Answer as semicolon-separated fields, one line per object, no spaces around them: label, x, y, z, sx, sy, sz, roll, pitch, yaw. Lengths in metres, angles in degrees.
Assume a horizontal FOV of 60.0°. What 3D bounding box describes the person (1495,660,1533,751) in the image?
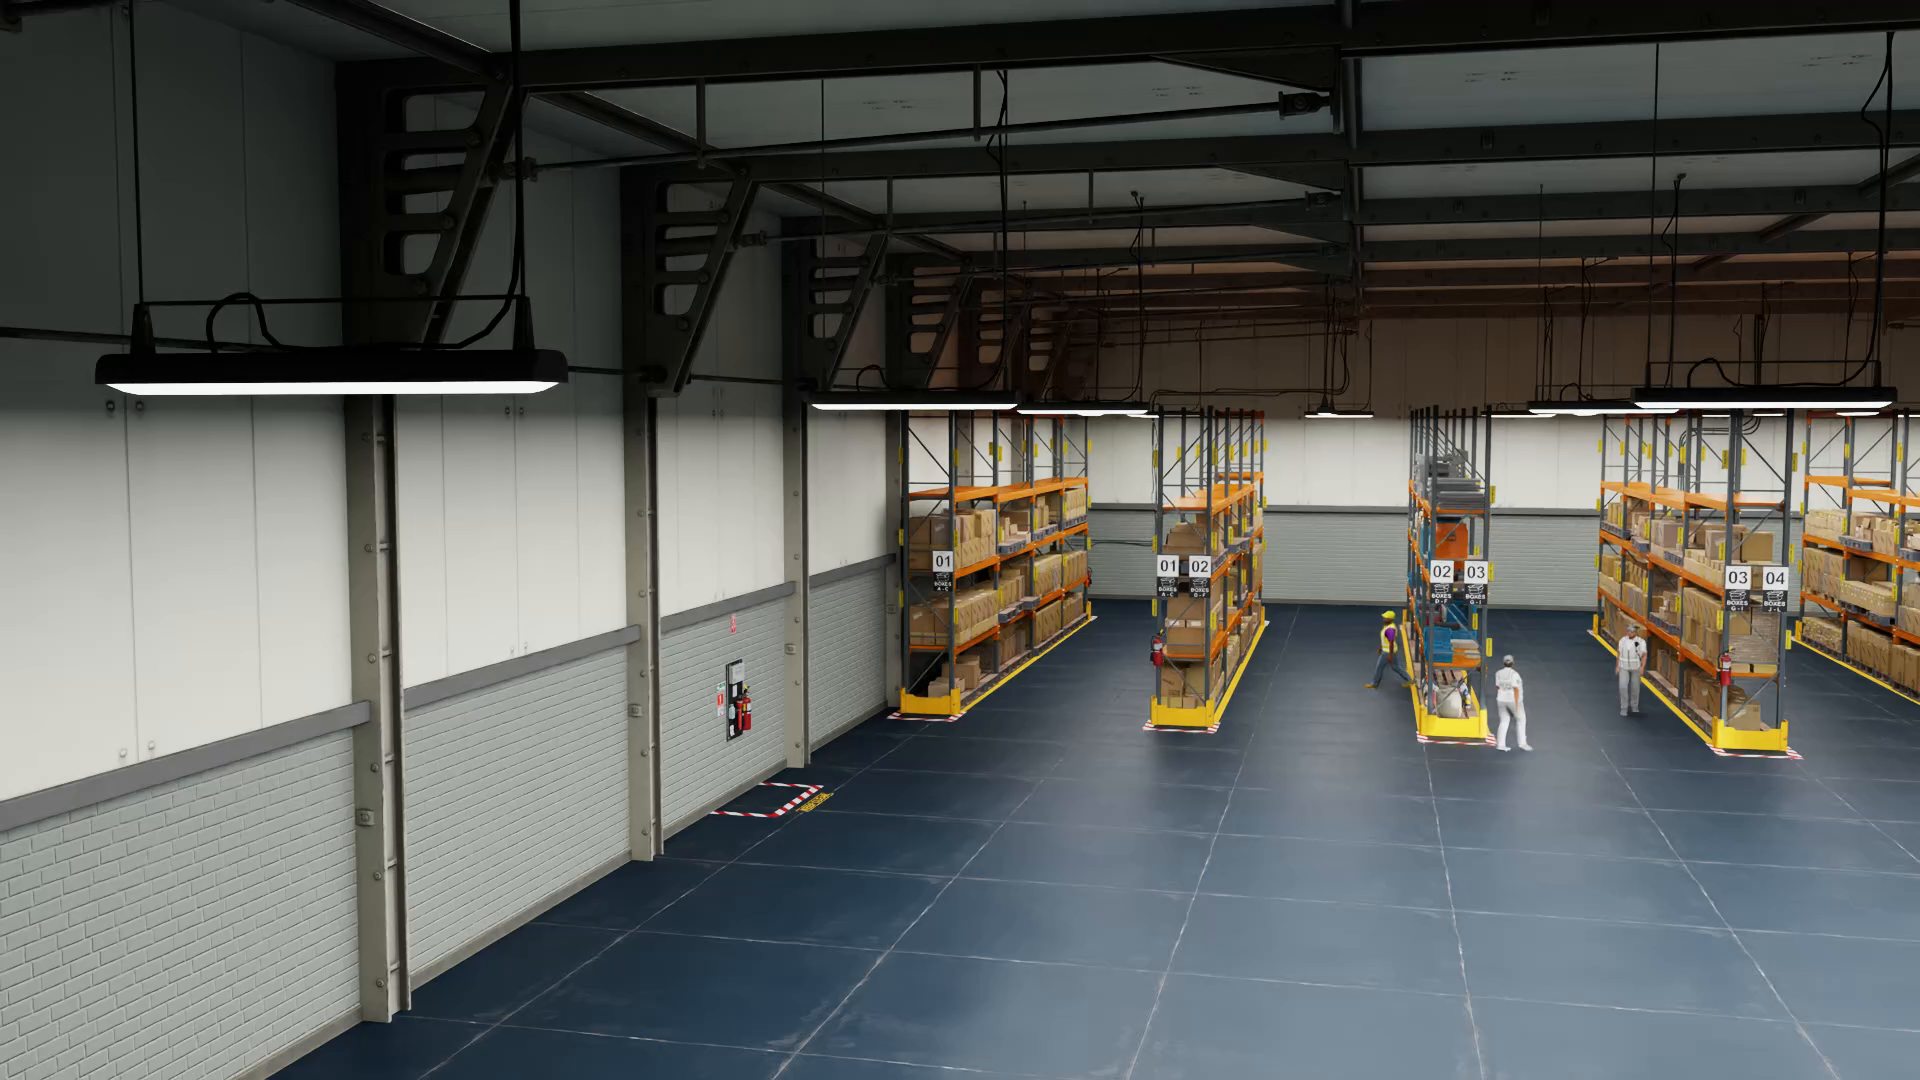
person;9.609;2.843;28.942;0.650;1.650;0.499;-3;5;-39

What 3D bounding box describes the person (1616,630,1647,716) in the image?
person;13.109;2.550;32.484;0.580;1.771;0.581;2;5;26

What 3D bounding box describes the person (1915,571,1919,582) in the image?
person;26.608;1.595;46.016;0.482;1.650;0.784;-1;4;-16

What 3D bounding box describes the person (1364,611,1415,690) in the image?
person;9.108;2.350;35.235;1.063;1.713;0.550;1;4;16
